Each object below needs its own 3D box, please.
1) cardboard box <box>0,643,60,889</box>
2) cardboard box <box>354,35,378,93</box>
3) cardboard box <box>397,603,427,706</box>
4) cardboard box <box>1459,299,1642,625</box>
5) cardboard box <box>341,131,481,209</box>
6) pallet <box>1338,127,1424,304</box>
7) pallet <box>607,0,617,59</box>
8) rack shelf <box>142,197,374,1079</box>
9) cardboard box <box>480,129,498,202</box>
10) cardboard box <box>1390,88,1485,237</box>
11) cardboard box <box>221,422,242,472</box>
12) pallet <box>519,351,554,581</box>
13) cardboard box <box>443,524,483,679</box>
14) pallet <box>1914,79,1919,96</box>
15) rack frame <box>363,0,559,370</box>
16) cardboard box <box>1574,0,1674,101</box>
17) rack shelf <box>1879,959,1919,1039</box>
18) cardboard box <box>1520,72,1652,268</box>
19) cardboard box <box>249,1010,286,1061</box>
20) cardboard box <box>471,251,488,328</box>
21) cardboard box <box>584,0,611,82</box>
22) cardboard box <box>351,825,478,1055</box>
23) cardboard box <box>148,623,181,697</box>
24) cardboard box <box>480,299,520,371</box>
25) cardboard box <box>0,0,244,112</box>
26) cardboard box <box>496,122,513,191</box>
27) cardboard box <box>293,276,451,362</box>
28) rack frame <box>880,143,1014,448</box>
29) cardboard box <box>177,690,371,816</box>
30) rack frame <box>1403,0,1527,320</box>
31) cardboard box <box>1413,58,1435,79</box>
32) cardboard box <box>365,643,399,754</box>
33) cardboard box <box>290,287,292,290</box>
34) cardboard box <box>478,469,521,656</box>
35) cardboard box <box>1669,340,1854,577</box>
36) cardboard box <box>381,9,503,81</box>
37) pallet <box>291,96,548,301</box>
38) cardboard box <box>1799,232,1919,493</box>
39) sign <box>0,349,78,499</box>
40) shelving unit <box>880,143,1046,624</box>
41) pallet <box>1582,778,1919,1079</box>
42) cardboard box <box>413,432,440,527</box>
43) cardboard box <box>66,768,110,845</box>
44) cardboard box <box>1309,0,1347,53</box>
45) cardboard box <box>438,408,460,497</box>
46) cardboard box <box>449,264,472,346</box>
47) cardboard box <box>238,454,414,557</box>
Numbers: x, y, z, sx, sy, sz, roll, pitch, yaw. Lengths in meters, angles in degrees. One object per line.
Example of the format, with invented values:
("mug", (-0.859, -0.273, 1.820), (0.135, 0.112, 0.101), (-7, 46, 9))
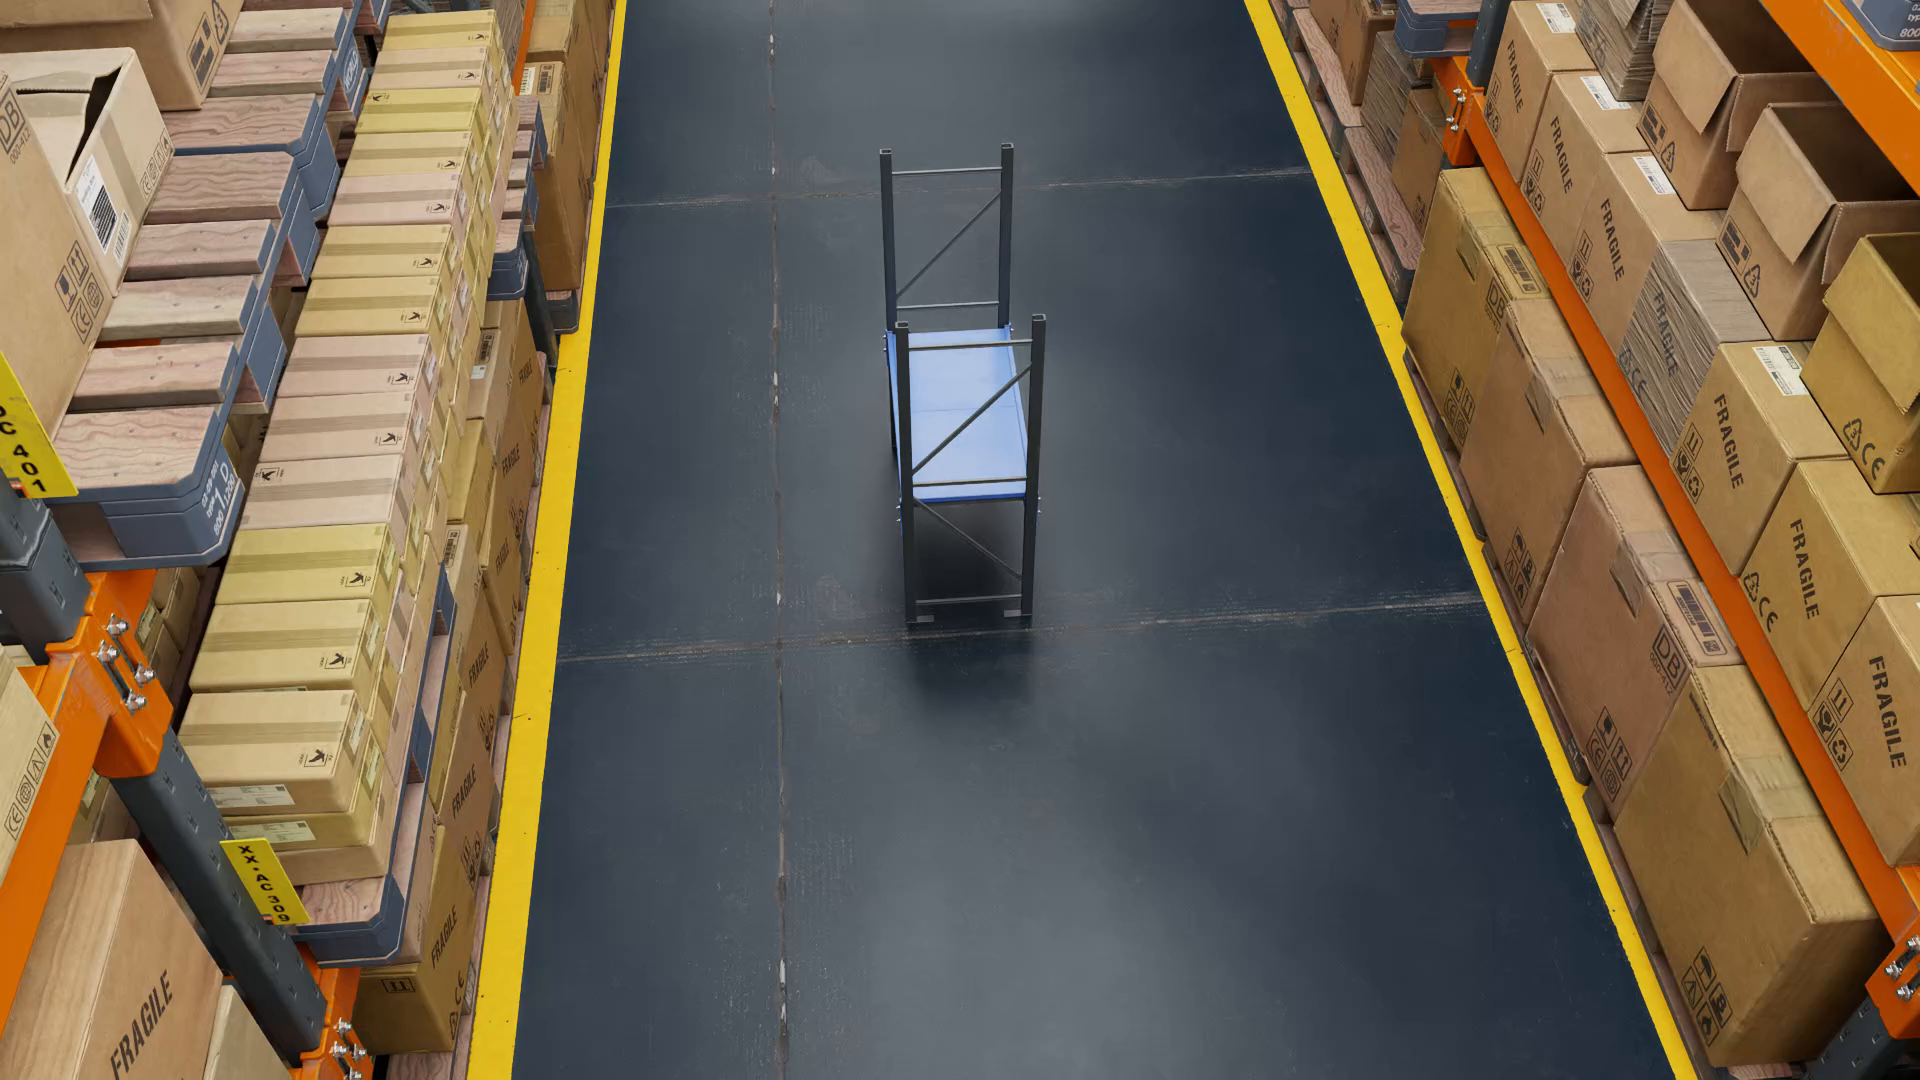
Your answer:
("cardboard box", (-1.706, 0.424, 2.456), (0.500, 0.250, 0.500), (-2, 47, -2))
("cardboard box", (-2.657, -2.172, 6.809), (0.500, 0.500, 0.500), (-3, 47, -3))
("cardboard box", (-1.637, 0.313, 4.408), (0.380, 0.149, 0.250), (-3, 47, -3))
("cardboard box", (2.704, -0.325, 6.302), (1.225, 0.875, 0.875), (-3, 47, -3))
("cardboard box", (-1.787, -1.200, 5.431), (0.380, 0.149, 0.250), (-2, 47, -2))
("pallet", (2.536, -1.663, 8.317), (1.003, 0.211, 1.213), (-3, 47, -3))
("pallet", (-2.547, -3.210, 9.781), (1.003, 0.211, 1.213), (-3, 47, -3))
("rack shelf", (-2.184, -0.134, 5.443), (1.077, 0.370, 4.000), (-3, 47, -3))
("cardboard box", (-1.808, -1.276, 5.708), (0.380, 0.149, 0.250), (-2, 47, -2))
("cardboard box", (2.524, -1.832, 7.974), (0.700, 0.500, 0.500), (-6, 47, -5))
("cardboard box", (-2.359, -0.210, 4.903), (0.380, 0.149, 0.250), (-2, 47, -2))
("pallet", (-2.287, -0.304, 7.029), (1.003, 0.211, 1.213), (-3, 47, -3))
("cardboard box", (-1.900, 0.218, 5.530), (0.500, 0.250, 0.500), (-2, 47, -2))
("pallet", (2.809, -0.789, 3.633), (0.805, 0.209, 1.217), (-5, 47, -5))
("rack frame", (-2.351, -1.829, 6.552), (1.000, 3.000, 0.127), (-3, 47, -3))
("cardboard box", (2.645, -1.906, 5.866), (0.797, 0.503, 0.637), (-2, 47, -2))
("rack shelf", (3.102, 2.532, 2.918), (1.077, 0.370, 4.000), (-3, 47, -3))
("cardboard box", (2.415, -1.350, 6.030), (0.500, 0.500, 0.500), (-5, 47, -4))
("cardboard box", (-2.330, 1.260, 5.059), (0.500, 0.500, 0.500), (-4, 47, -4))
("cardboard box", (-1.770, -0.817, 5.478), (0.380, 0.149, 0.250), (-5, 47, -5))
("cardboard box", (-2.468, -2.952, 8.876), (1.050, 0.750, 0.750), (-3, 47, -3))
("cardboard box", (-1.814, 1.230, 5.088), (0.500, 0.500, 0.500), (-2, 47, -2))
("cardboard box", (-2.288, 0.364, 4.360), (0.380, 0.149, 0.250), (-4, 47, -3))
("cardboard box", (-2.033, -0.892, 6.582), (0.500, 0.250, 0.500), (-4, 47, -4))
("cardboard box", (-2.015, -1.271, 3.598), (0.797, 0.503, 0.637), (-4, 47, -4))
("cardboard box", (-1.833, -1.378, 6.009), (0.380, 0.149, 0.250), (-4, 47, -3))
("cardboard box", (-1.727, -0.640, 4.901), (0.380, 0.149, 0.250), (-2, 47, -2))
("rack frame", (-0.050, -0.945, 6.749), (0.500, 1.500, 0.032), (-3, 47, -3))
("cardboard box", (-1.591, 0.490, 3.831), (0.380, 0.149, 0.250), (-1, 47, -1))
("rack frame", (2.600, -2.057, 6.769), (1.000, 3.000, 0.127), (-3, 47, -3))
("cardboard box", (2.459, -2.473, 8.064), (0.500, 0.250, 0.500), (1, 47, 1))
("cardboard box", (-1.615, 0.405, 4.116), (0.380, 0.149, 0.250), (-4, 47, -4))
("cardboard box", (-2.446, -0.966, 5.619), (0.380, 0.149, 0.250), (-2, 47, -1))
("cardboard box", (-1.936, 0.104, 6.154), (0.500, 0.500, 0.500), (-5, 47, -5))
("cardboard box", (2.538, -0.255, 4.993), (0.500, 0.500, 0.500), (-4, 47, -4))
("cardboard box", (-1.853, -1.764, 5.966), (0.380, 0.149, 0.250), (-5, 47, -5))
("pallet", (-2.186, -1.253, 6.140), (1.213, 0.211, 1.003), (-3, 47, -3))
("cardboard box", (2.827, -0.501, 4.535), (0.797, 0.503, 0.637), (-3, 47, -3))
("sign", (-1.476, -0.182, 2.571), (0.100, 0.325, 0.005), (-3, 47, -3))
("shelving unit", (-0.007, -0.577, 6.400), (0.538, 1.500, 1.048), (-3, 47, -3))
("pallet", (2.795, 1.242, 5.565), (1.003, 0.211, 1.213), (-3, 47, -3))
("cardboard box", (-1.684, -0.165, 4.656), (0.380, 0.149, 0.250), (-2, 47, -2))
("cardboard box", (-2.247, 0.629, 3.903), (0.380, 0.149, 0.250), (-2, 47, -2))
("cardboard box", (2.363, -3.046, 9.124), (0.700, 0.500, 0.500), (-7, 47, -7))
("cardboard box", (-1.706, -0.250, 4.941), (0.380, 0.149, 0.250), (-4, 47, -4))
("cardboard box", (-1.746, -0.726, 5.187), (0.380, 0.149, 0.250), (-2, 47, -2))
("cardboard box", (-1.658, -0.078, 4.368), (0.380, 0.149, 0.250), (-4, 47, -4))
